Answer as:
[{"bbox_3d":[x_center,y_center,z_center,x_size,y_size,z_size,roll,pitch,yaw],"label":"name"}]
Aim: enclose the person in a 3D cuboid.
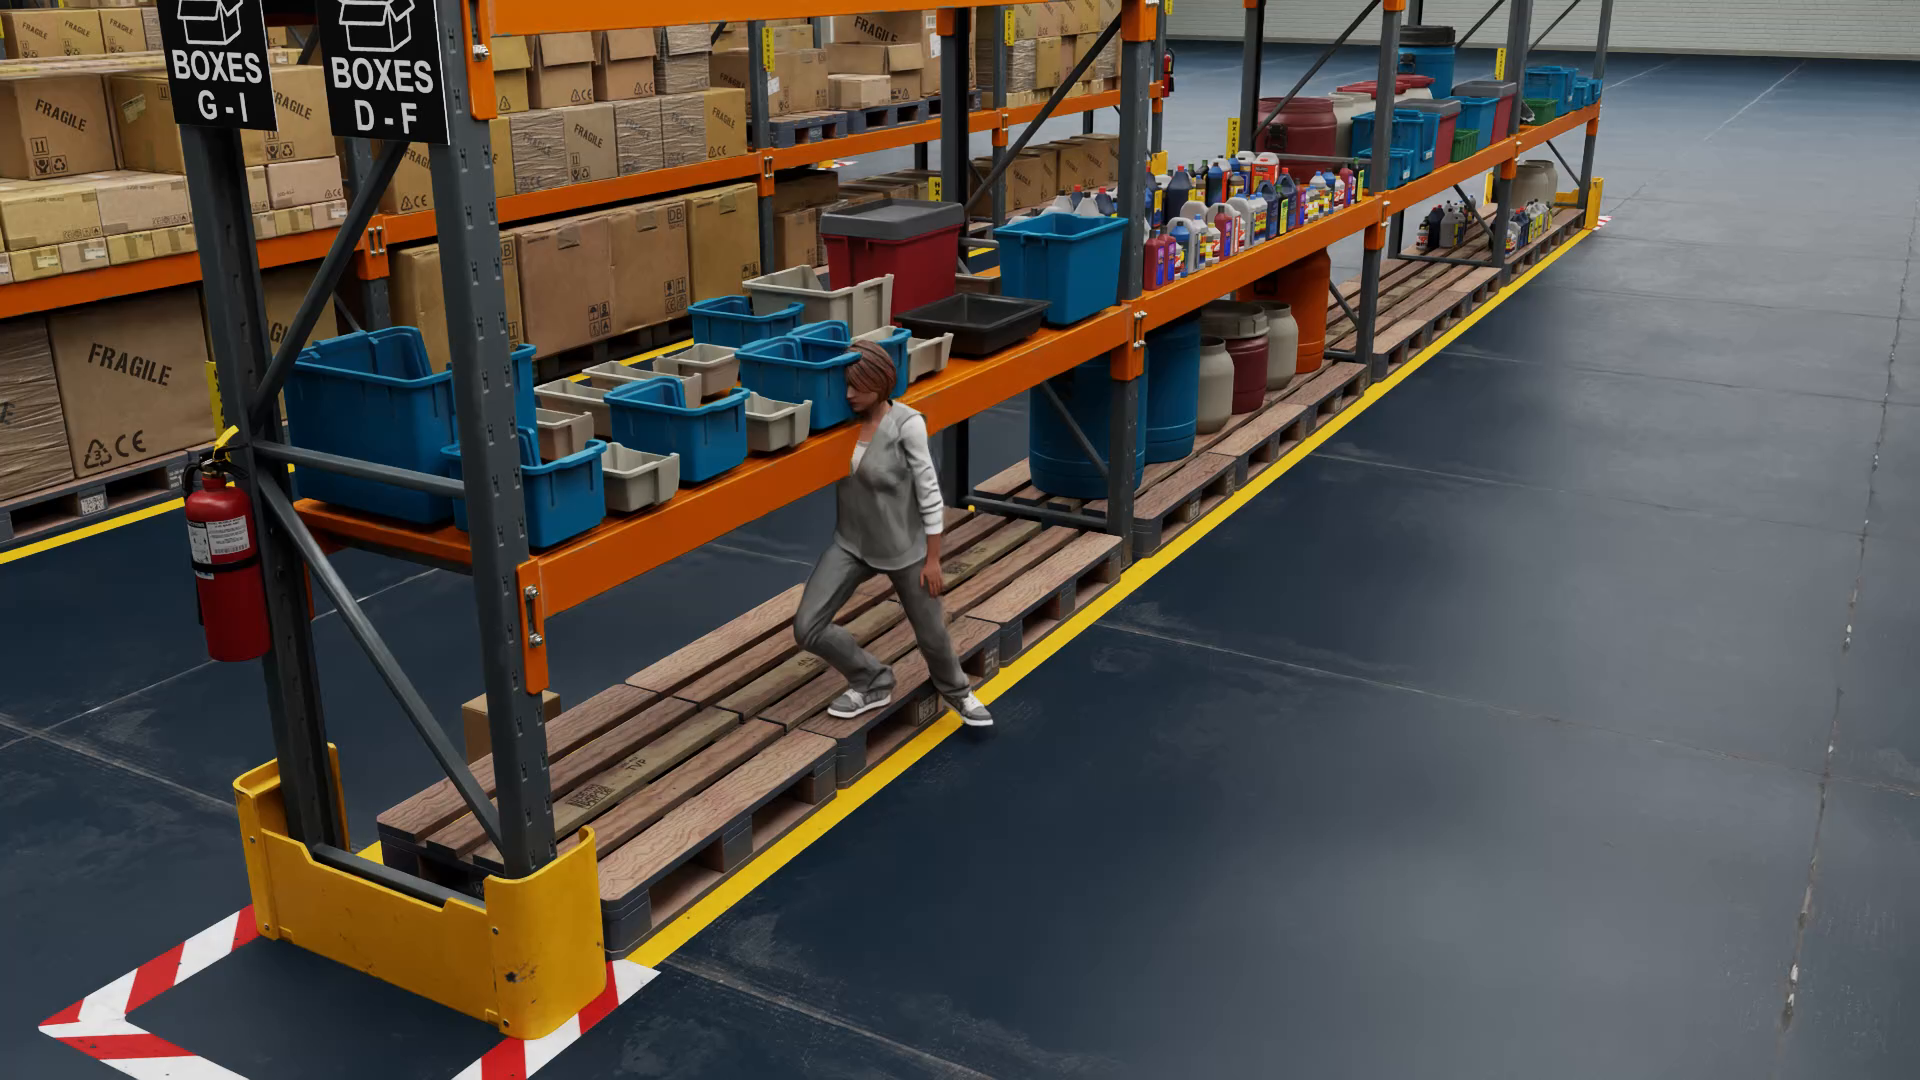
[{"bbox_3d":[-0.222,0.026,5.934,0.540,1.529,0.704,9,22,25],"label":"person"}]
